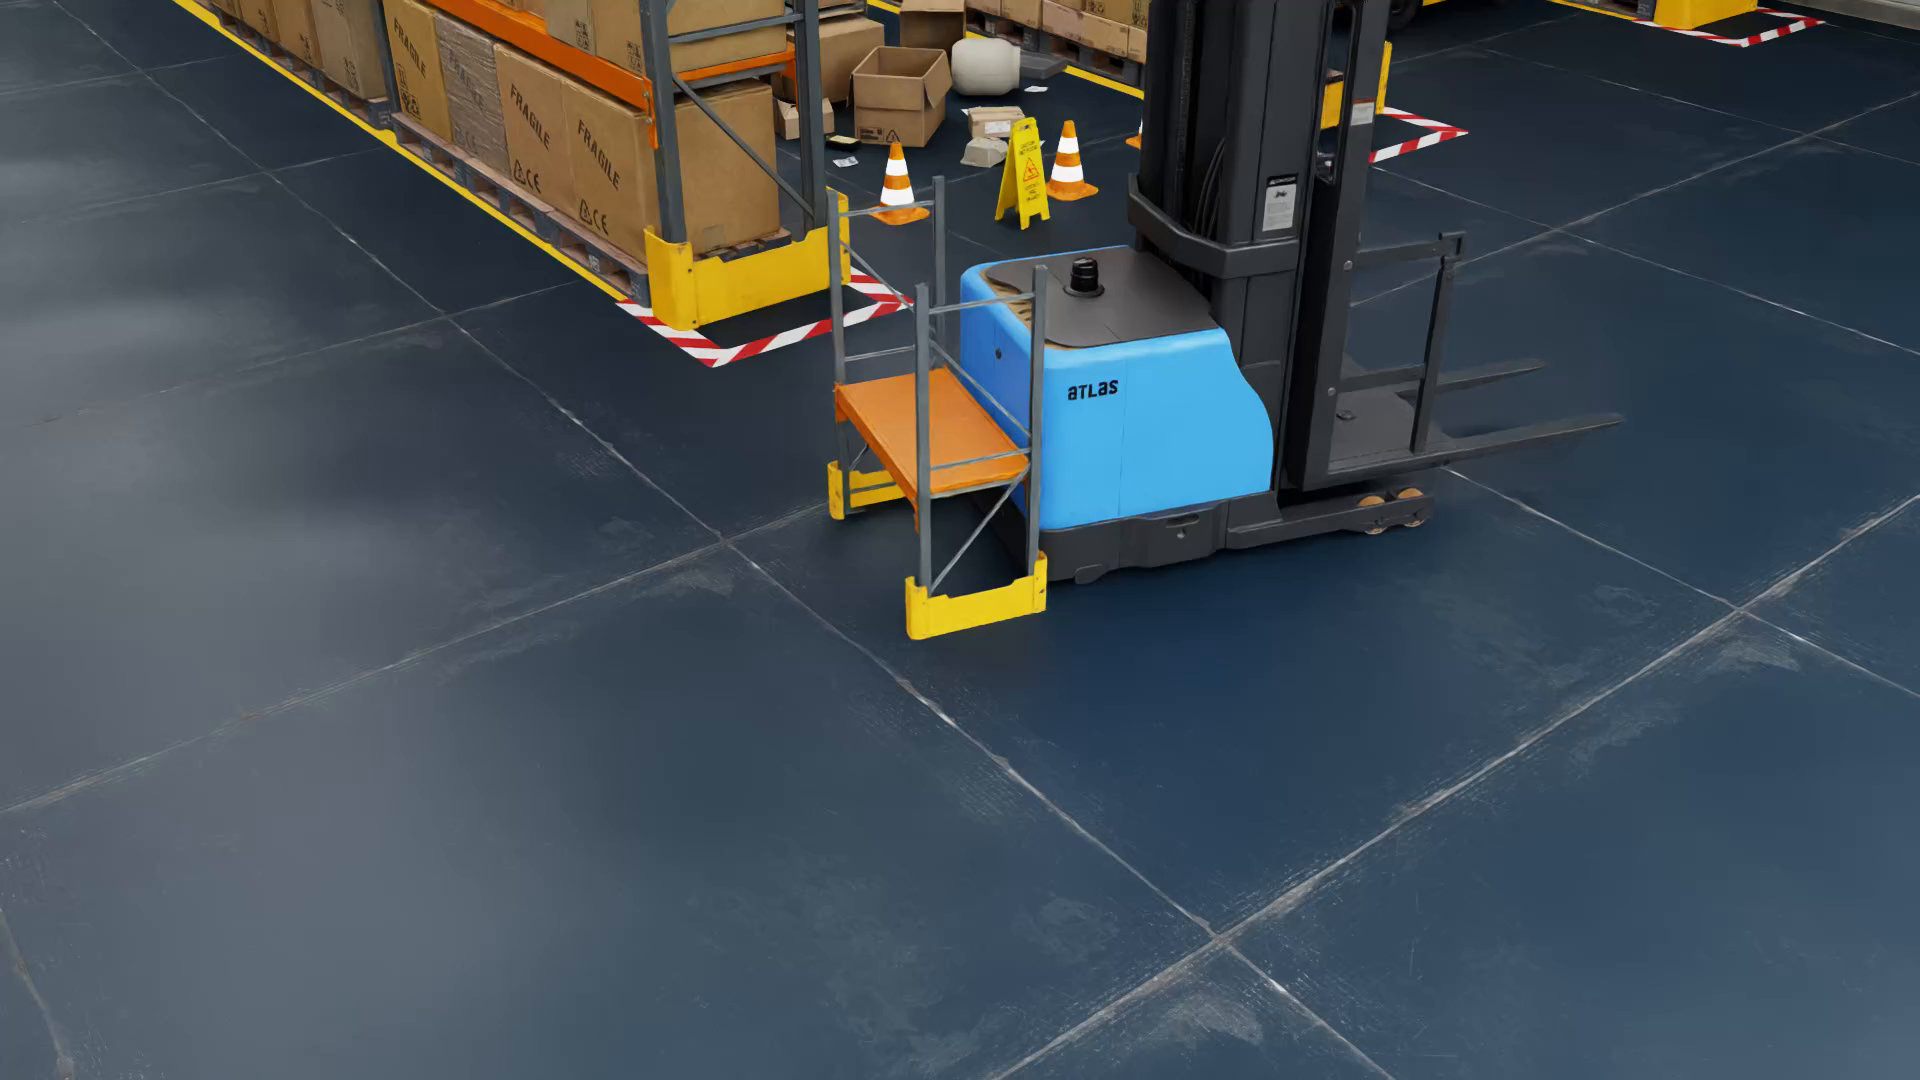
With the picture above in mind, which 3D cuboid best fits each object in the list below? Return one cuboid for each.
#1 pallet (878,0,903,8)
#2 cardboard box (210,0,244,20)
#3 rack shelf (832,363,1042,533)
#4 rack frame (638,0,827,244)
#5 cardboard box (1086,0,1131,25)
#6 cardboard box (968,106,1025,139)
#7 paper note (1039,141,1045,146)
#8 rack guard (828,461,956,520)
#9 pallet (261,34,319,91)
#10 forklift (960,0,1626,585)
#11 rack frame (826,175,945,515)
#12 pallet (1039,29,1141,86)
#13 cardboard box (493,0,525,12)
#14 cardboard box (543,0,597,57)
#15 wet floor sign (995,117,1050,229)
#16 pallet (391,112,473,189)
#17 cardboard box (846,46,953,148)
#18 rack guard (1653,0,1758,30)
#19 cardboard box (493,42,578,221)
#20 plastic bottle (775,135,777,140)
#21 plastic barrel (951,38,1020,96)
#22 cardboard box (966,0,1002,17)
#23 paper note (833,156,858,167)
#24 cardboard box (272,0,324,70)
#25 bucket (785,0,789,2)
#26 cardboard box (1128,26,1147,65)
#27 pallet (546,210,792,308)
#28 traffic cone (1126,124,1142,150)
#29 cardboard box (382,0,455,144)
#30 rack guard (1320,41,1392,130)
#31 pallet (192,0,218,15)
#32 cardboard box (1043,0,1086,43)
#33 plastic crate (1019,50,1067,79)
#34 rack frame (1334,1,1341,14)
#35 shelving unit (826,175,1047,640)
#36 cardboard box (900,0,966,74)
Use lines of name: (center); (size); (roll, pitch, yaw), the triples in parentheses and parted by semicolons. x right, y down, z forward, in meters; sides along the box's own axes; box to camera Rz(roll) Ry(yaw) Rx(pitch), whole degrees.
pallet: (-0.273, -5.122, 15.297); (1.003, 0.211, 1.213); (-22, 38, -31)
cardboard box: (-5.793, -4.946, 14.105); (1.050, 0.750, 0.750); (-23, 38, -32)
rack shelf: (-0.113, -0.399, 6.812); (0.538, 0.185, 1.000); (-12, 34, -18)
rack frame: (-1.189, -2.672, 8.709); (1.000, 3.000, 0.127); (-22, 38, -31)
cardboard box: (1.335, -4.323, 12.865); (0.500, 0.500, 0.500); (-23, 39, -32)
cardboard box: (0.260, -2.997, 11.935); (0.380, 0.149, 0.250); (-4, 32, -7)
paper note: (0.507, -2.804, 11.736); (0.142, 0.019, 0.148); (18, 36, 27)
rack guard: (-0.300, -0.270, 7.447); (0.587, 0.250, 0.087); (-12, 34, -18)
pallet: (-4.927, -3.961, 13.427); (1.003, 0.211, 1.213); (-22, 38, -31)
forklift: (1.562, -1.522, 6.922); (3.031, 2.935, 1.130); (-10, 33, -16)
rack frame: (-0.301, -0.801, 7.119); (0.500, 1.500, 0.032); (-12, 34, -18)
pallet: (1.398, -4.021, 13.524); (1.003, 0.211, 1.213); (-22, 38, -31)
cardboard box: (-2.409, -3.579, 10.028); (0.875, 0.550, 0.500); (-22, 38, -31)
cardboard box: (-1.807, -3.098, 9.253); (0.875, 0.550, 0.550); (-22, 38, -31)
wet floor sign: (0.393, -2.301, 10.342); (0.232, 0.644, 0.267); (26, 40, 35)
pallet: (-3.238, -2.812, 11.578); (1.003, 0.211, 1.213); (-22, 38, -31)
cardboard box: (-0.418, -3.168, 11.874); (0.637, 0.503, 0.797); (6, 32, 10)
rack guard: (6.592, -4.851, 14.587); (1.175, 0.500, 0.348); (-22, 38, -31)
cardboard box: (-2.199, -2.575, 10.169); (0.875, 0.875, 0.875); (-23, 39, -32)
plastic bottle: (-1.414, -2.801, 11.702); (0.133, 0.061, 0.283); (18, 36, 27)
plastic barrel: (0.196, -3.592, 12.633); (0.512, 0.421, 0.421); (1, 32, 2)
cardboard box: (0.355, -4.660, 14.118); (0.500, 0.250, 0.500); (-24, 39, -33)
paper note: (-0.784, -2.596, 11.402); (0.144, 0.017, 0.142); (-10, 33, -15)
cardboard box: (-4.682, -4.195, 12.895); (1.050, 0.750, 0.750); (-22, 38, -31)
bucket: (-1.738, -4.284, 12.966); (0.726, 0.611, 0.620); (-10, 23, -15)
cardboard box: (1.639, -3.794, 12.724); (0.500, 0.250, 0.500); (-22, 38, -31)
pallet: (-1.741, -1.795, 9.941); (1.003, 0.211, 1.213); (-22, 38, -31)
traffic cone: (1.376, -3.000, 11.642); (0.336, 0.463, 0.334); (-22, 38, -31)
cardboard box: (-3.312, -3.330, 11.385); (0.875, 0.875, 0.875); (-22, 38, -31)
rack guard: (2.612, -3.286, 12.066); (1.175, 0.500, 0.348); (-22, 38, -31)
pallet: (-6.573, -5.148, 15.338); (1.003, 0.211, 1.213); (-22, 38, -31)
cardboard box: (1.018, -4.221, 13.411); (0.500, 0.250, 0.500); (-23, 38, -32)
plastic crate: (0.521, -3.823, 13.329); (0.583, 0.080, 0.402); (18, 36, 27)
rack frame: (2.659, -4.316, 11.356); (1.000, 3.000, 0.127); (-22, 38, -31)
shelving unit: (-0.116, -0.556, 6.724); (0.587, 1.500, 1.083); (-12, 34, -18)
cardboard box: (-0.212, -4.035, 13.271); (0.500, 0.500, 0.500); (1, 32, 2)
